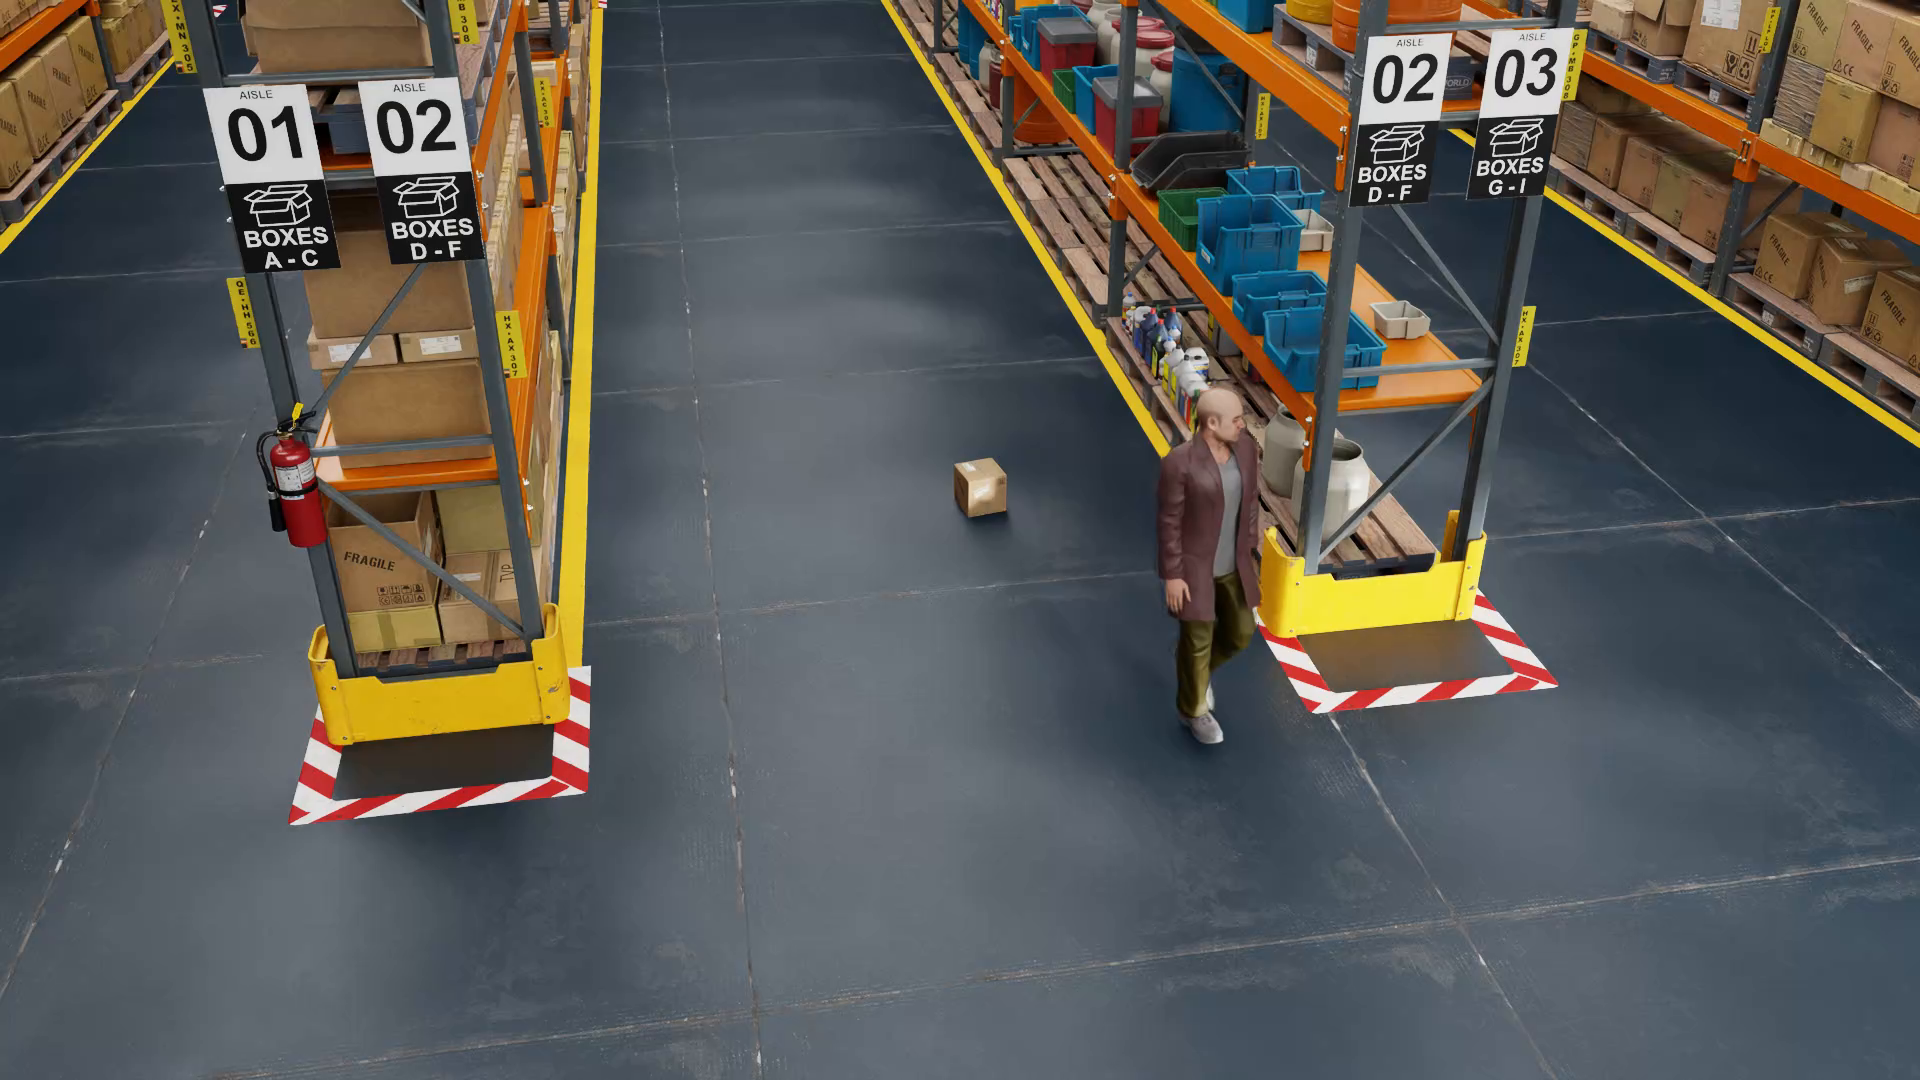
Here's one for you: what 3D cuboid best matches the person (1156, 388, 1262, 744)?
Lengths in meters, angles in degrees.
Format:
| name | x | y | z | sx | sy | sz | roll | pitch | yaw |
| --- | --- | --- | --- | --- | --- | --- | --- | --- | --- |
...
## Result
| name | x | y | z | sx | sy | sz | roll | pitch | yaw |
| --- | --- | --- | --- | --- | --- | --- | --- | --- | --- |
| person | 1.196 | 0.122 | 7.915 | 0.599 | 1.792 | 0.625 | -14 | 33 | -23 |
